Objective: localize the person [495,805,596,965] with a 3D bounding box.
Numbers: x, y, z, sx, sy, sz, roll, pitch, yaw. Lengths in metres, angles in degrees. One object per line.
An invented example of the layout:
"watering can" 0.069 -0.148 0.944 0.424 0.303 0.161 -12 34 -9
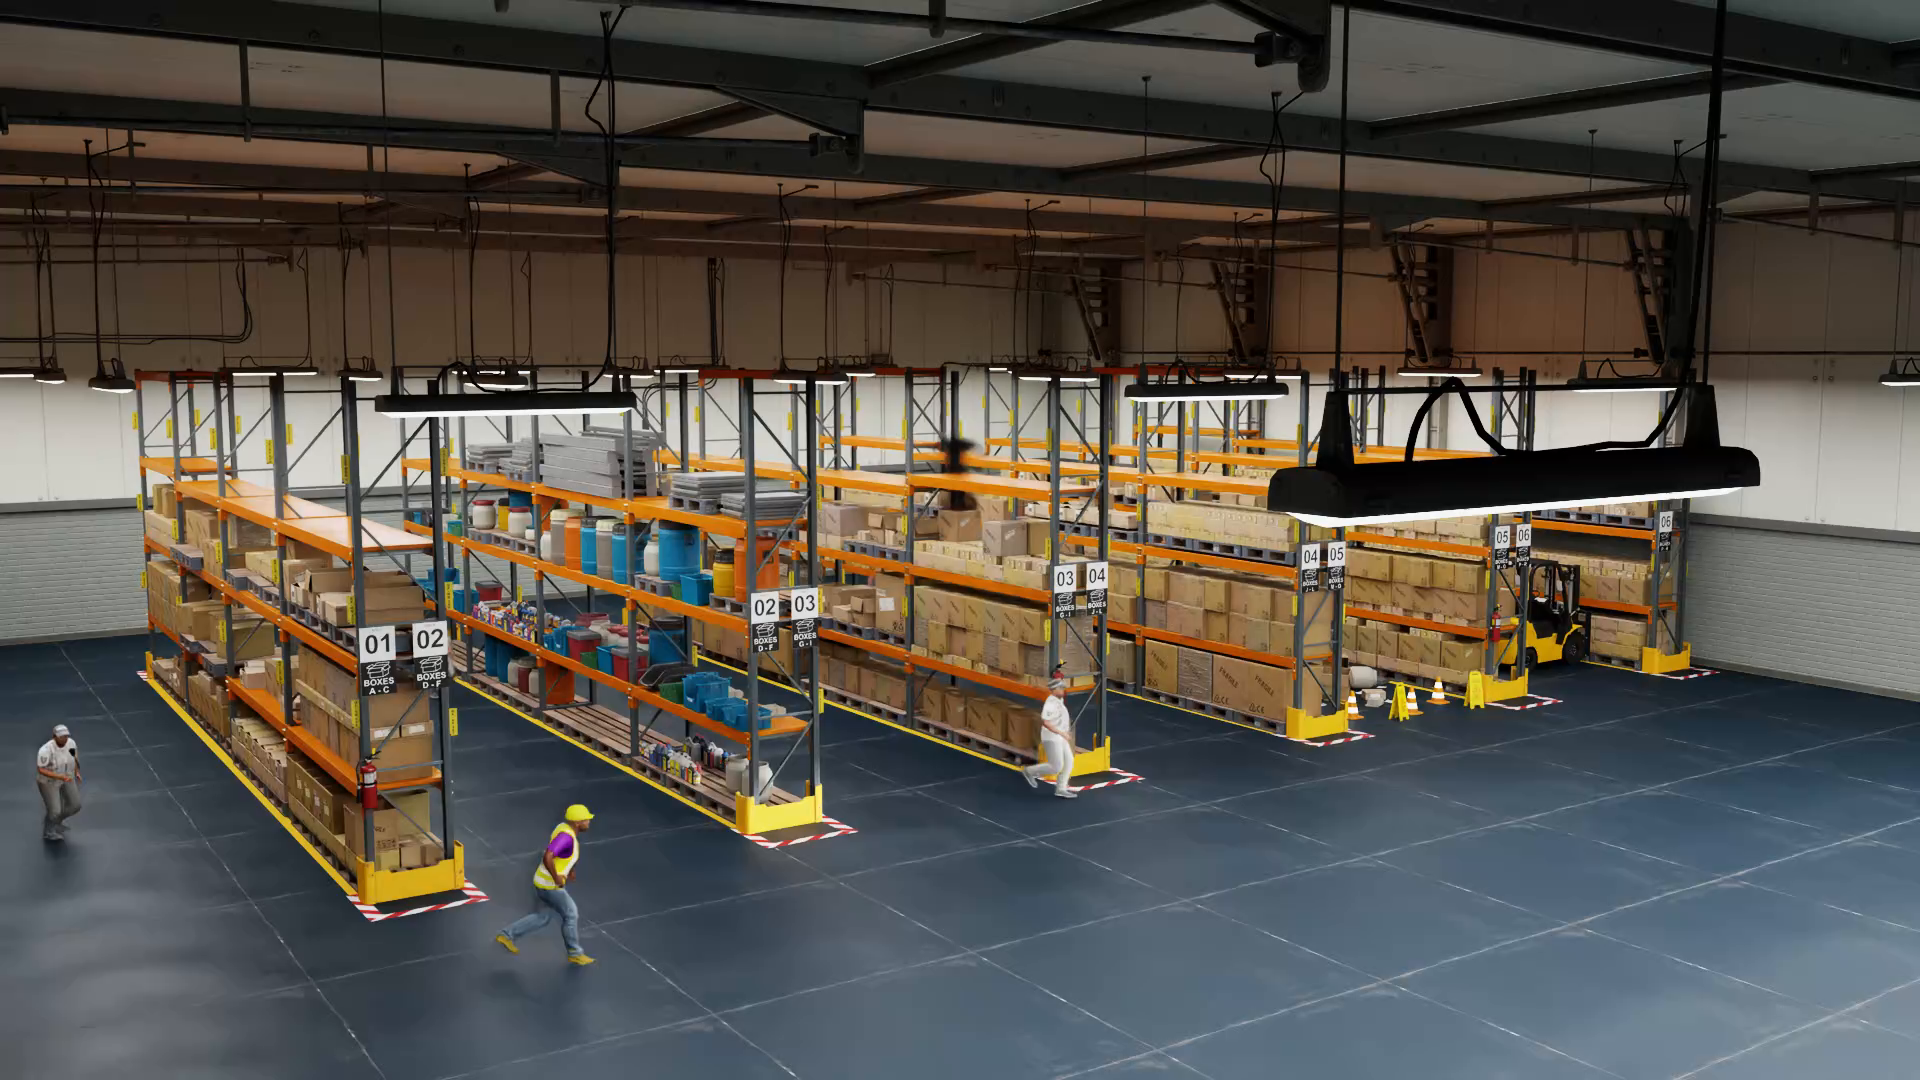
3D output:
"person" -4.275 3.586 17.111 1.032 1.714 0.728 -1 7 -8

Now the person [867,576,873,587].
"person" -2.250 0.511 44.131 0.584 1.650 0.907 4 8 32

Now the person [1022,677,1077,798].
"person" 1.292 2.809 23.703 0.783 1.749 0.675 2 7 17

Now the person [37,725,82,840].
"person" -11.714 3.139 21.588 0.733 1.550 0.582 4 7 29

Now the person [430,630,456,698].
"person" -9.422 2.172 30.220 0.538 1.501 0.856 -6 9 -42
